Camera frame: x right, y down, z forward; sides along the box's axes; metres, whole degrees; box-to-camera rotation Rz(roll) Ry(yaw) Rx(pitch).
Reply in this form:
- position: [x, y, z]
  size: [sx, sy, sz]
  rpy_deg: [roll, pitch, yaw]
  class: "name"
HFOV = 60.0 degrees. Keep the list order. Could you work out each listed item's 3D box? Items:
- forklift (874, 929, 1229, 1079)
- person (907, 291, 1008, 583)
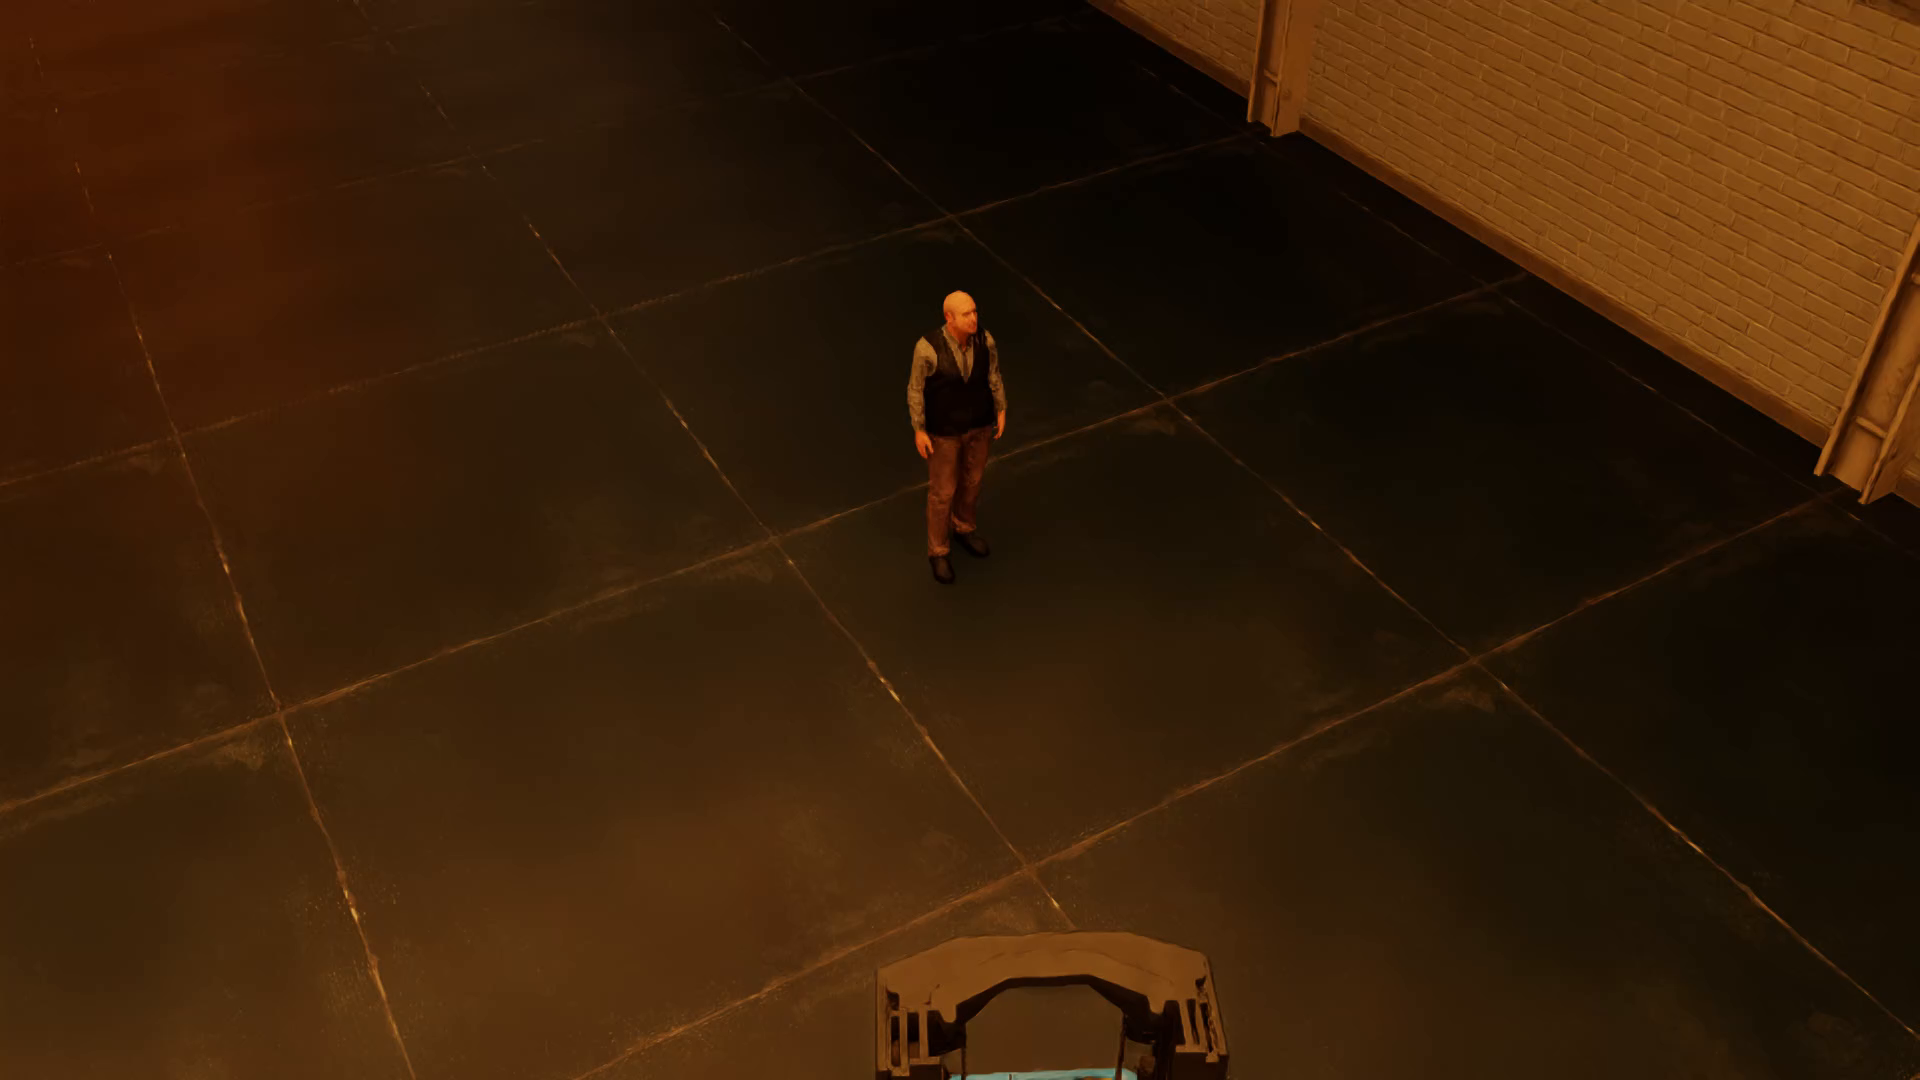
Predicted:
- position: [0.265, 2.640, 4.853]
  size: [1.130, 2.935, 3.031]
  rpy_deg: [-2, 40, -2]
  class: "forklift"
- position: [0.024, -0.631, 9.733]
  size: [0.632, 1.720, 0.567]
  rpy_deg: [-20, 44, -23]
  class: "person"
